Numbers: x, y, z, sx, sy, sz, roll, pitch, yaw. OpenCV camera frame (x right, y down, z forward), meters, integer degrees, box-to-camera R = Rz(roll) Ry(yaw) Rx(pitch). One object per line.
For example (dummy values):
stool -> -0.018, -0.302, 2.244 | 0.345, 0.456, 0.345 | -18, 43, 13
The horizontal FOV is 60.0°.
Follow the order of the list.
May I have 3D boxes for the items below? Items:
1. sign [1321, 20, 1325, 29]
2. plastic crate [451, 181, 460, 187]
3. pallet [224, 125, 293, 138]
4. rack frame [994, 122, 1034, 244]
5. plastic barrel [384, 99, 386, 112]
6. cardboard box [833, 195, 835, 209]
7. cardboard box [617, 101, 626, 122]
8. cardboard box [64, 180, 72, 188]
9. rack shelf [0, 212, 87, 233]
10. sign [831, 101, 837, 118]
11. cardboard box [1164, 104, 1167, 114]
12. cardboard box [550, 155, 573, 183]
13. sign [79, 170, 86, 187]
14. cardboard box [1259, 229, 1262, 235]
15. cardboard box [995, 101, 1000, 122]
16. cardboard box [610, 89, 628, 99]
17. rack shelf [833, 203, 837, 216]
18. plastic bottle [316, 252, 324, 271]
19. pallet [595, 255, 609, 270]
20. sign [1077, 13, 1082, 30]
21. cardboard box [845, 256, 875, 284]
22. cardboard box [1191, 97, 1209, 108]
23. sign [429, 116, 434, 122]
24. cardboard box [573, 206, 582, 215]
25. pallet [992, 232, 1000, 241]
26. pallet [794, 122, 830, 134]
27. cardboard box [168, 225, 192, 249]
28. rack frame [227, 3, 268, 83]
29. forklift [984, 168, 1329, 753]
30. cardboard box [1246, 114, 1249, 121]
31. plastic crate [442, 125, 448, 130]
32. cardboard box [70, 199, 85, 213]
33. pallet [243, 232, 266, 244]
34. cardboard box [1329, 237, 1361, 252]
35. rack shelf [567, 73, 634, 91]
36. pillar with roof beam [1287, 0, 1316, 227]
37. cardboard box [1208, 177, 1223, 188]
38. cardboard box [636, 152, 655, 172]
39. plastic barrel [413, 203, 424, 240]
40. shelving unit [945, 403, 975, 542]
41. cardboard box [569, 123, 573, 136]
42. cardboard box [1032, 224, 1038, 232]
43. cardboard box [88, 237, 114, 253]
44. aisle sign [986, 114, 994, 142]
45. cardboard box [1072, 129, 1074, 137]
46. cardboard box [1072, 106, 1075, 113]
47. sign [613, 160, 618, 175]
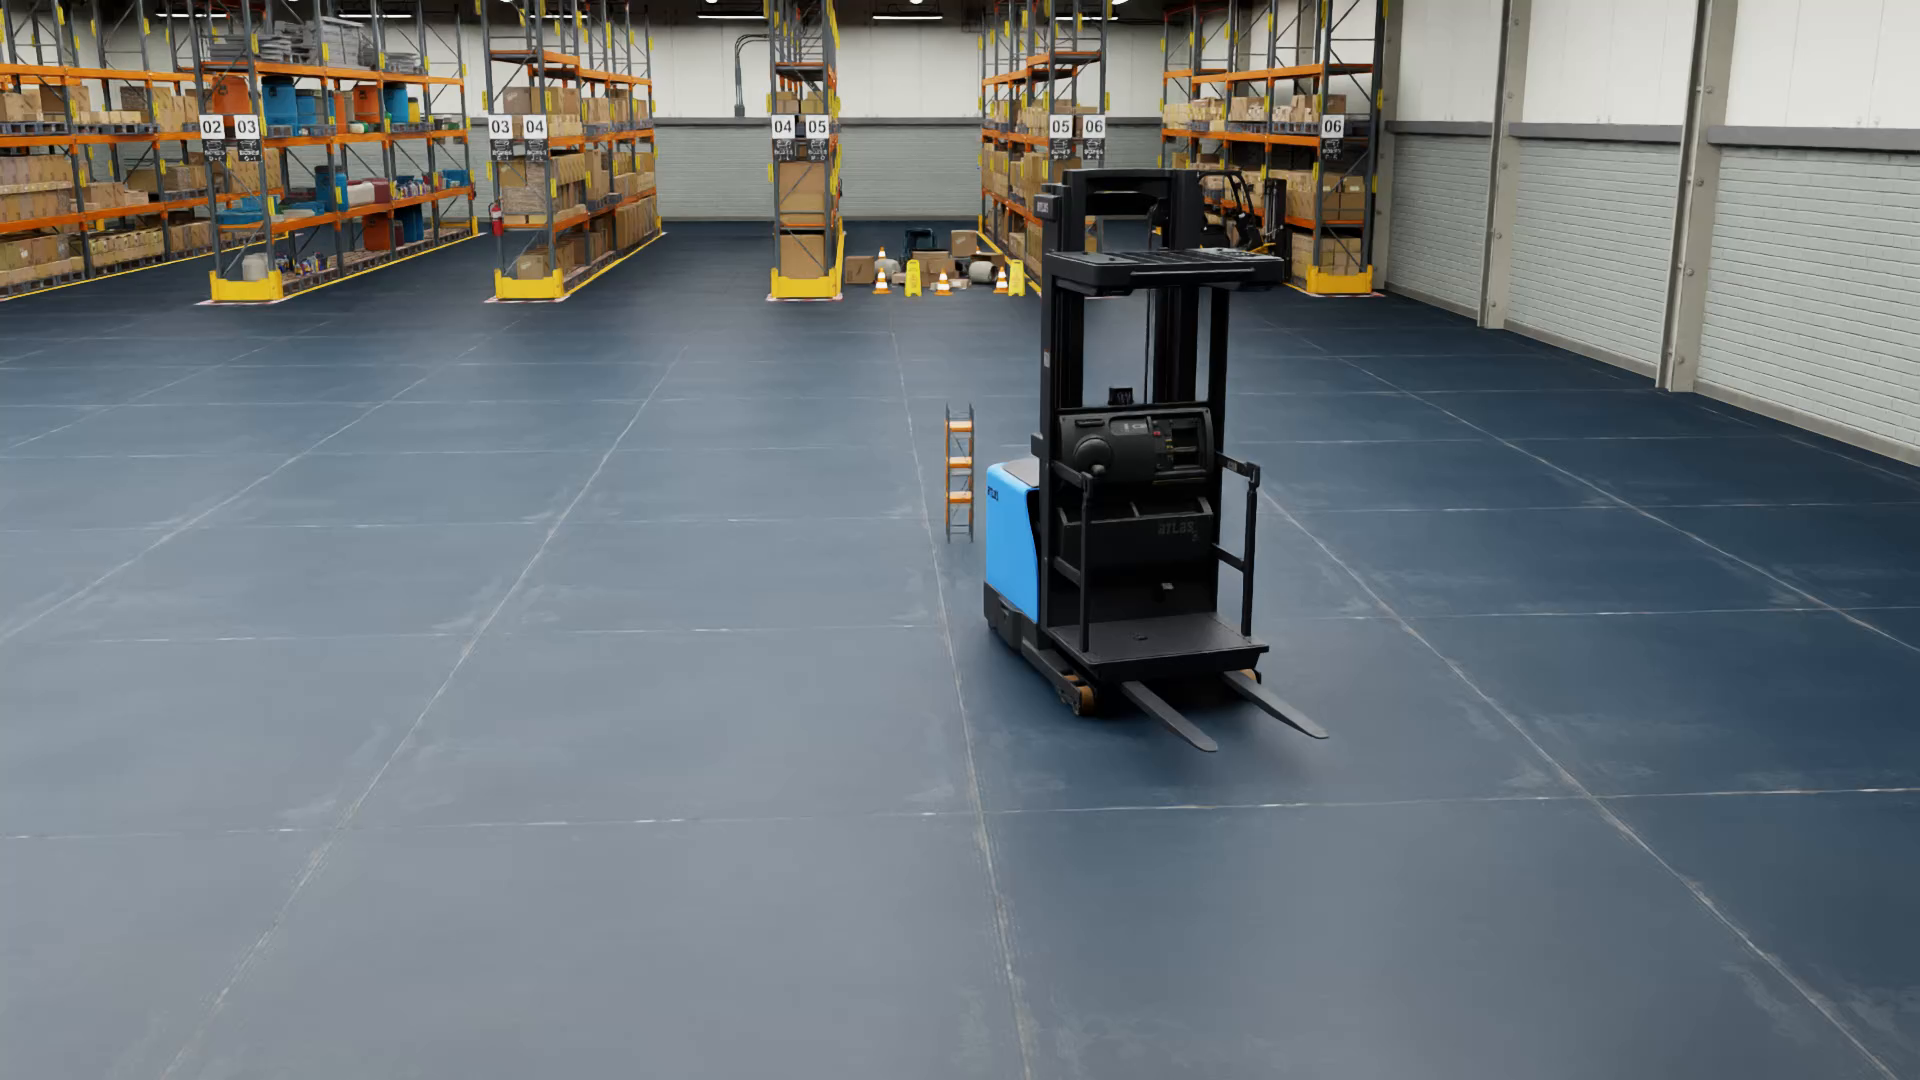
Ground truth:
sign -> 7.361, -10.506, 33.608 | 0.100, 0.325, 0.005 | -1, 14, -3
plastic crate -> -13.496, -9.448, 44.136 | 0.396, 0.136, 0.243 | -1, 14, -3
pallet -> -12.689, -7.336, 29.877 | 1.003, 0.211, 1.213 | -1, 14, -3
rack frame -> 1.356, -8.981, 41.913 | 1.000, 3.000, 0.127 | -1, 14, -3
plastic barrel -> -13.491, -9.917, 38.416 | 0.433, 0.535, 0.433 | 0, 14, 0
cardboard box -> -2.847, -7.073, 34.298 | 0.500, 0.500, 0.500 | -1, 14, -3
cardboard box -> -8.490, -10.389, 40.320 | 0.700, 0.500, 0.500 | -1, 14, -2
cardboard box -> -17.697, -6.985, 32.652 | 0.380, 0.149, 0.250 | -1, 14, -3
rack shelf -> -17.803, -5.841, 31.151 | 1.077, 0.370, 4.000 | -1, 14, -3
sign -> -2.529, -8.640, 33.372 | 0.100, 0.325, 0.005 | -1, 14, -3
cardboard box -> 5.838, -11.706, 45.182 | 0.500, 0.250, 0.500 | -1, 14, -4
cardboard box -> -7.647, -7.035, 31.543 | 0.500, 0.500, 0.500 | -1, 14, -3
sign -> -17.373, -7.153, 32.912 | 0.100, 0.325, 0.005 | -1, 14, -3
cardboard box -> 6.762, -6.252, 35.229 | 0.875, 0.625, 0.625 | 0, 14, -1
cardboard box -> 1.121, -10.462, 40.605 | 0.500, 0.500, 0.500 | -1, 14, -4
cardboard box -> -8.587, -11.178, 41.683 | 0.500, 0.250, 0.500 | -2, 15, -7
rack shelf -> -3.207, -7.039, 35.808 | 1.077, 0.370, 4.000 | -1, 14, -3
plastic bottle -> -12.644, -5.489, 32.773 | 0.144, 0.351, 0.185 | -2, 15, -6
pallet -> -8.168, -5.986, 35.868 | 1.003, 0.211, 1.213 | -1, 14, -3
sign -> 2.394, -10.391, 33.321 | 0.100, 0.325, 0.005 | -1, 14, -3
cardboard box -> -1.963, -5.310, 32.658 | 0.500, 0.500, 0.500 | 2, 15, 6
cardboard box -> 5.980, -10.906, 41.406 | 0.396, 0.266, 0.258 | -1, 14, -4
sign -> -12.930, -10.217, 40.678 | 0.100, 0.325, 0.005 | -1, 14, -3
cardboard box -> -7.645, -6.482, 32.704 | 0.380, 0.149, 0.250 | -1, 14, -3
pallet -> 1.386, -7.821, 43.000 | 1.003, 0.211, 1.213 | -1, 14, -3
pallet -> -2.970, -7.793, 31.455 | 1.003, 0.211, 1.213 | -1, 14, -3
cardboard box -> -17.956, -6.932, 38.081 | 0.500, 0.500, 0.500 | -1, 14, -5
rack frame -> -18.671, -12.576, 43.846 | 1.000, 3.000, 0.127 | -1, 14, -3
forklift -> 1.077, -0.556, 9.303 | 1.130, 2.935, 3.031 | -4, 15, -17
cardboard box -> 6.386, -9.113, 35.865 | 0.380, 0.149, 0.250 | -1, 14, -4
plastic crate -> -13.351, -10.561, 42.564 | 0.437, 0.136, 0.530 | -1, 14, -3
cardboard box -> -18.001, -6.736, 33.487 | 0.500, 0.250, 0.500 | 0, 14, 0
pallet -> -18.543, -7.801, 42.921 | 1.003, 0.211, 1.213 | -1, 14, -3
cardboard box -> 7.212, -5.553, 31.257 | 0.500, 0.250, 0.500 | -1, 14, -4
rack shelf -> -8.412, -10.694, 38.777 | 1.077, 0.370, 4.000 | -1, 14, -3
pillar with roof beam -> 3.241, -10.593, 36.136 | 9.100, 9.000, 0.400 | -1, 14, -3
cardboard box -> 6.169, -8.452, 39.315 | 0.500, 0.250, 0.500 | -2, 15, -6
cardboard box -> -8.491, -10.141, 44.618 | 0.500, 0.500, 0.500 | -1, 14, -3
plastic barrel -> -13.462, -7.803, 40.703 | 0.600, 0.901, 0.708 | -1, 14, -3
shelving unit -> -0.003, -0.522, 12.947 | 0.215, 1.050, 0.252 | -1, 14, -3
cardboard box -> -7.692, -7.853, 31.808 | 0.500, 0.250, 0.500 | -1, 14, -4
cardboard box -> 1.619, -6.163, 32.829 | 0.380, 0.149, 0.250 | 0, 14, 0
cardboard box -> -17.730, -6.061, 34.114 | 0.500, 0.311, 0.500 | -1, 14, -4
aisle sign -> 0.814, -11.248, 45.508 | 0.394, 0.787, 0.004 | -1, 14, -3
cardboard box -> 2.275, -7.607, 31.056 | 0.380, 0.149, 0.250 | -1, 14, -4
cardboard box -> 2.249, -7.868, 30.470 | 0.380, 0.149, 0.250 | -1, 14, -4
sign -> -7.747, -8.367, 37.359 | 0.100, 0.325, 0.005 | -1, 14, -3
